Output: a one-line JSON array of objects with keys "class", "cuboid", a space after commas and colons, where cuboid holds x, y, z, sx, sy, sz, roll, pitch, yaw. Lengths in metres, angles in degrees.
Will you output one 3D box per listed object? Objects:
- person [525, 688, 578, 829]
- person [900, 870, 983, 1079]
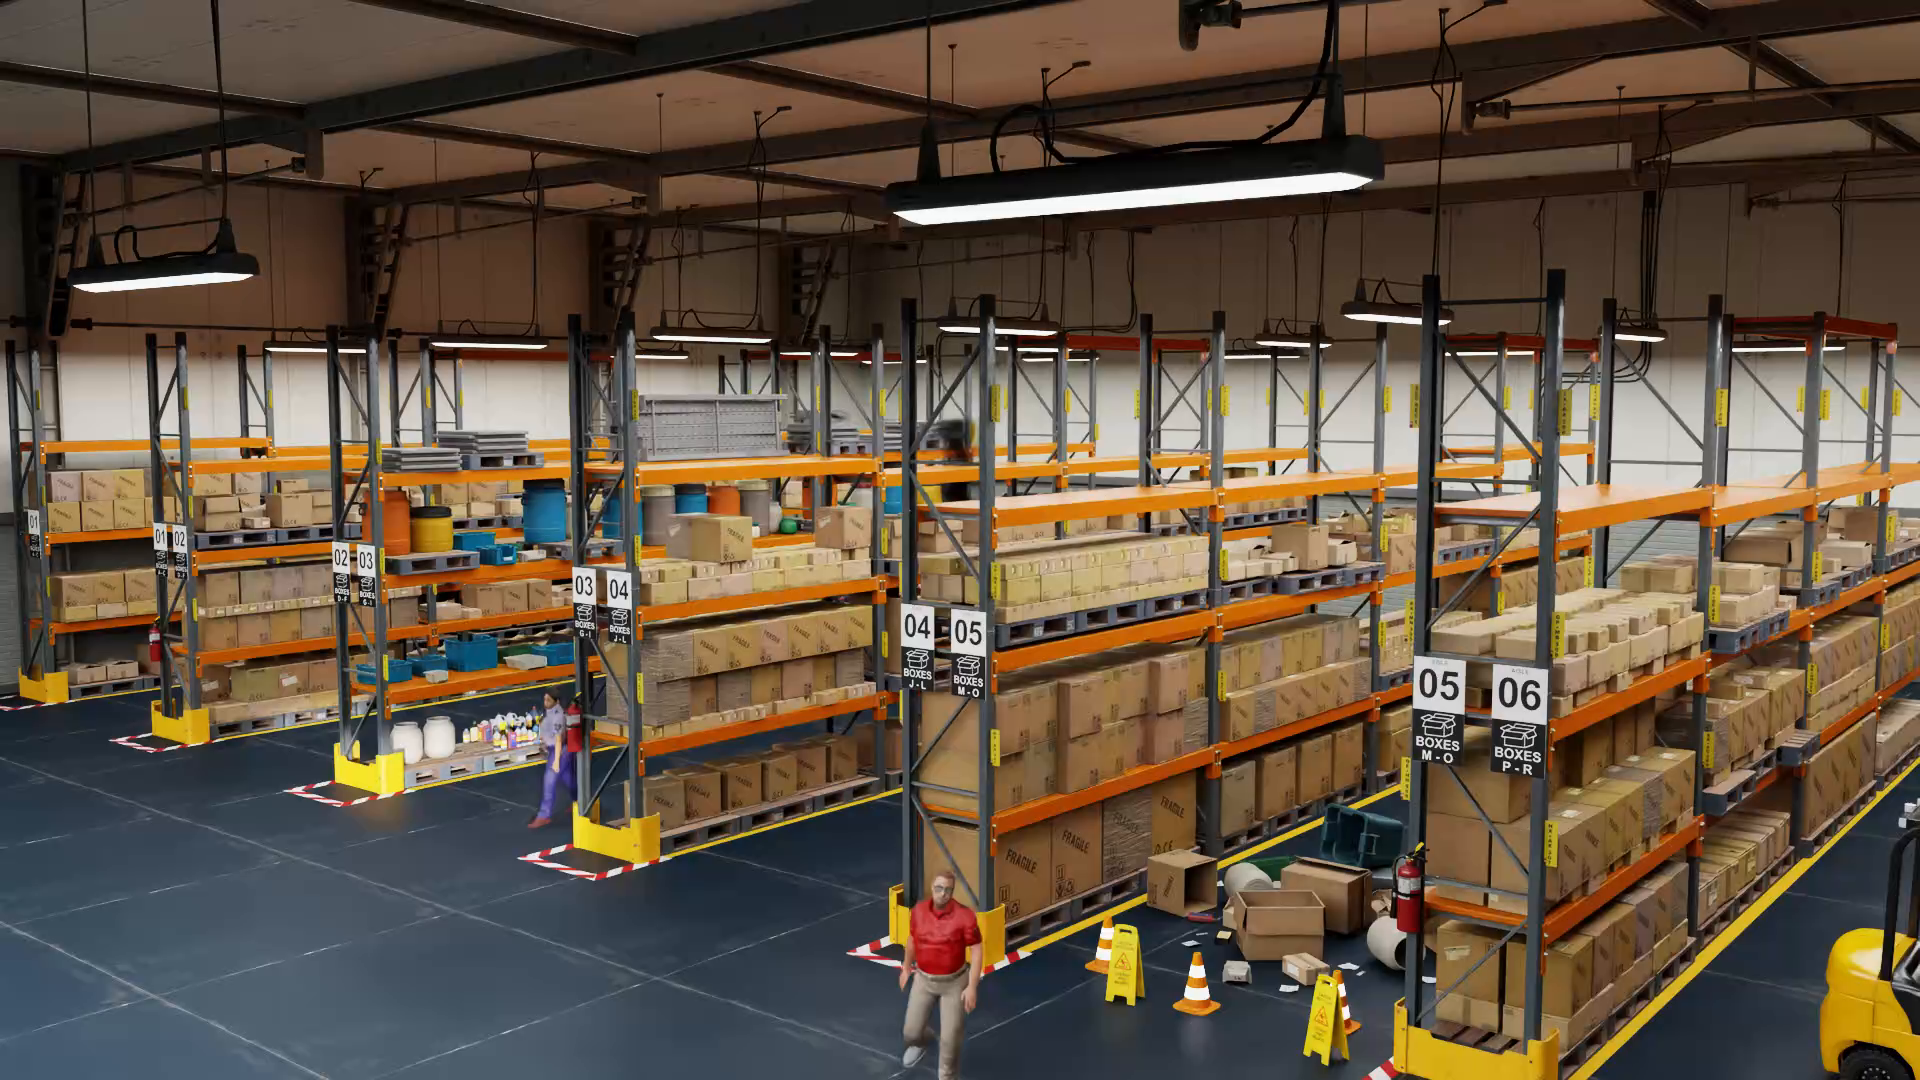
[{"class": "person", "cuboid": [-4.870, 2.562, 19.976, 0.770, 1.629, 0.697, -2, 5, -20]}, {"class": "person", "cuboid": [-0.143, 3.225, 12.210, 0.708, 1.696, 0.702, 1, 5, 15]}]
